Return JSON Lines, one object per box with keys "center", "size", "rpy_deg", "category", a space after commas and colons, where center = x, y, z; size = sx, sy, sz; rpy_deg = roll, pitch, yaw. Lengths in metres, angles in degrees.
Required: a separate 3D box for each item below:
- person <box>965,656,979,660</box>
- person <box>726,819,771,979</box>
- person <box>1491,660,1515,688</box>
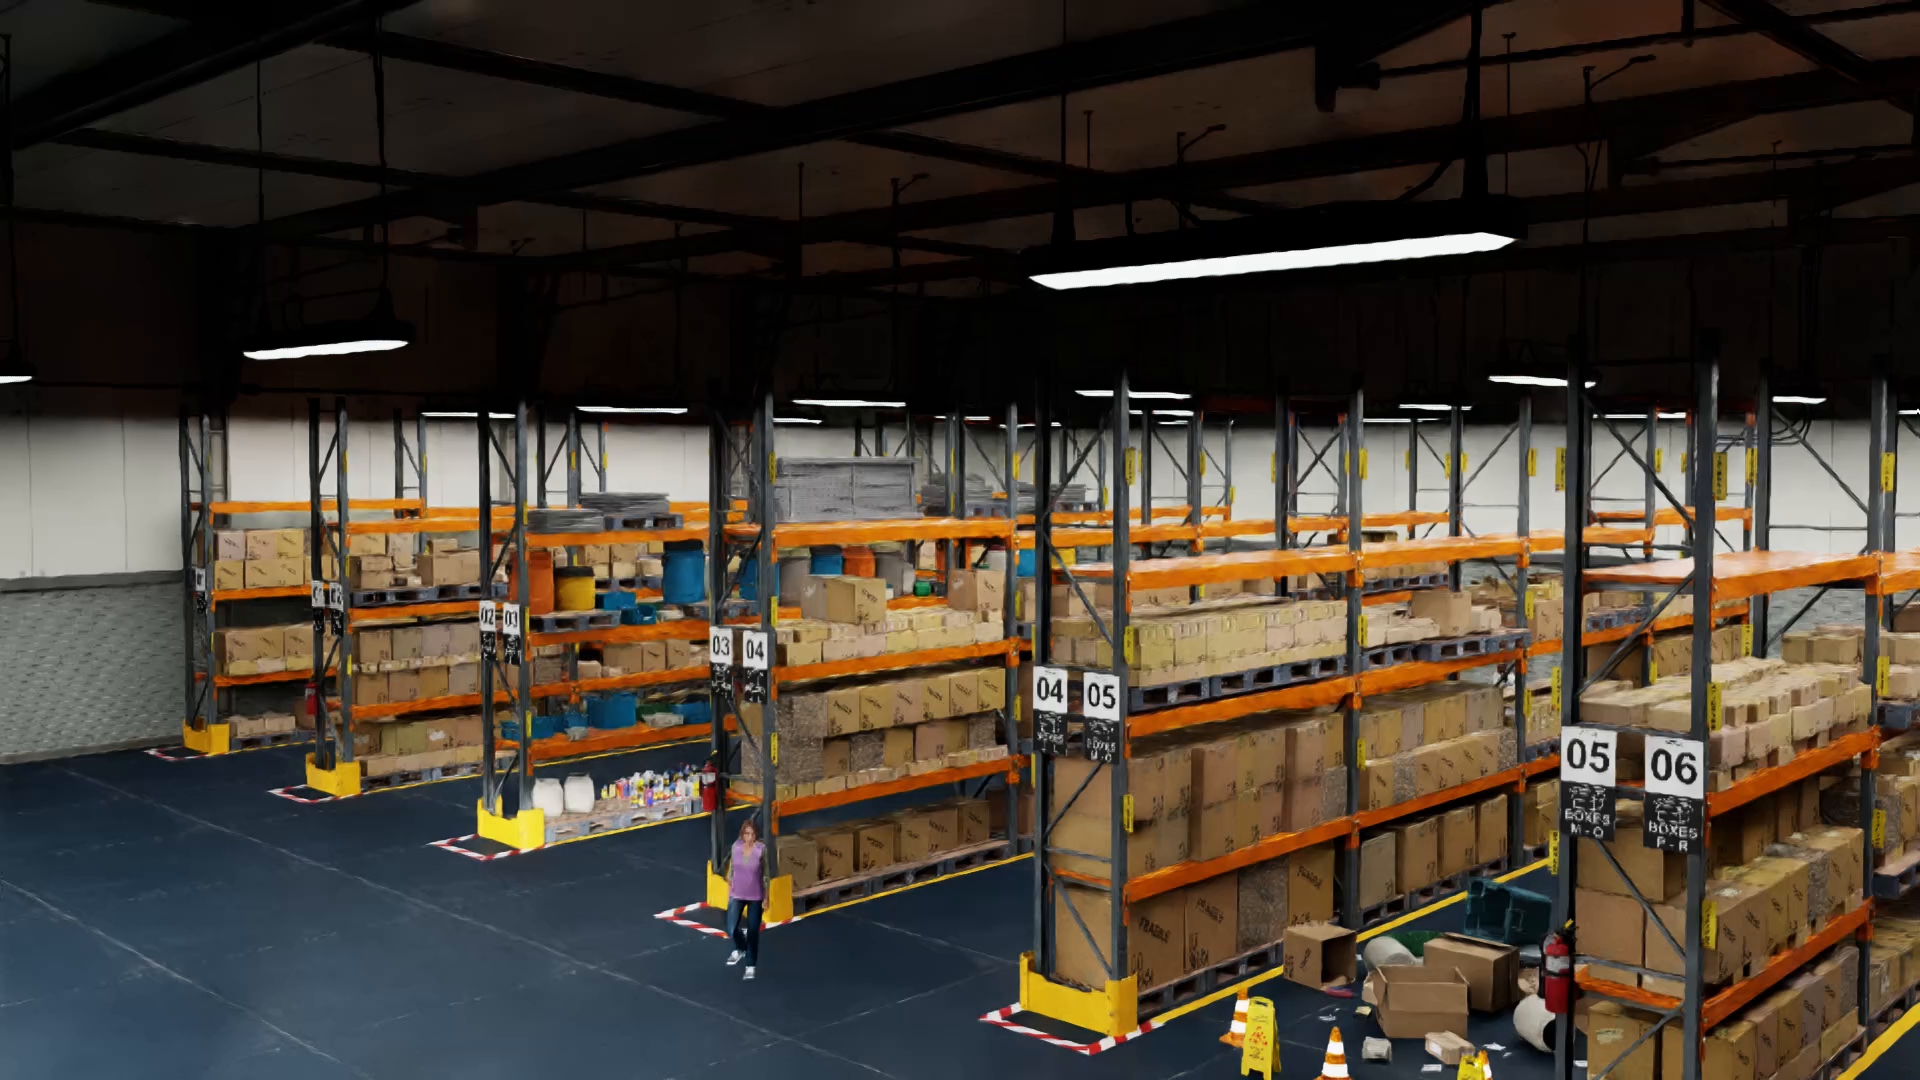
{"center": [0.289, 2.163, 40.127], "size": [0.740, 1.754, 0.568], "rpy_deg": [0, 3, -8], "category": "person"}
{"center": [-2.085, 3.506, 16.359], "size": [0.477, 1.589, 0.473], "rpy_deg": [0, 3, 5], "category": "person"}
{"center": [9.471, 2.817, 29.019], "size": [1.088, 1.575, 0.456], "rpy_deg": [-3, 4, -44], "category": "person"}
